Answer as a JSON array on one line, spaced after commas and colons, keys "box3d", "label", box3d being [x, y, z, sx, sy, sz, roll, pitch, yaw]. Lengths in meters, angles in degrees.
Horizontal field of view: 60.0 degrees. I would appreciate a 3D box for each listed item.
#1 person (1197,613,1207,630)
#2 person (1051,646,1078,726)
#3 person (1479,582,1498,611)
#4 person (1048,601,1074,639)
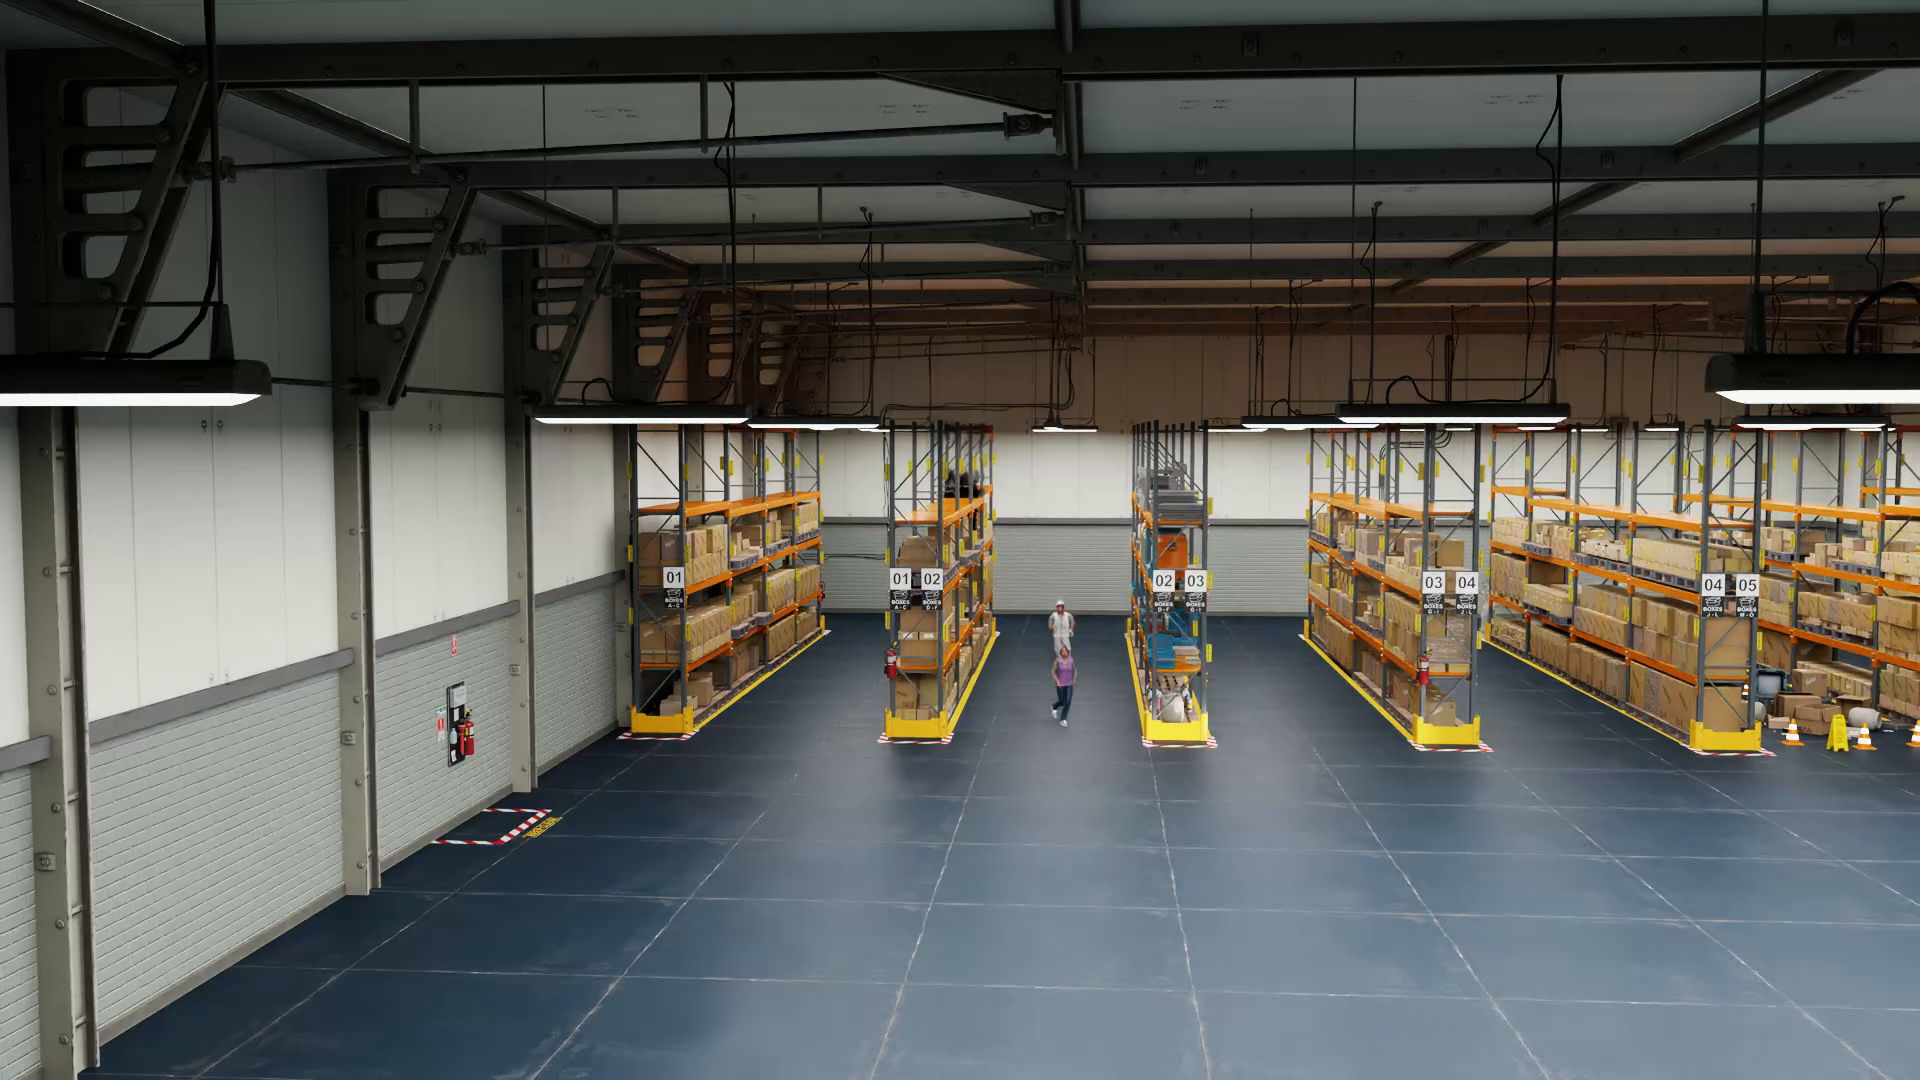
[{"box3d": [6.736, 1.780, 47.606, 0.678, 1.665, 0.661, 3, 5, 38], "label": "person"}, {"box3d": [2.059, 2.874, 32.855, 0.533, 1.573, 0.588, -1, 4, -13], "label": "person"}, {"box3d": [15.097, 1.612, 47.334, 0.560, 0.939, 0.729, 0, 4, -3], "label": "person"}, {"box3d": [2.391, 2.347, 39.374, 0.606, 1.814, 0.733, 0, 4, 3], "label": "person"}]
